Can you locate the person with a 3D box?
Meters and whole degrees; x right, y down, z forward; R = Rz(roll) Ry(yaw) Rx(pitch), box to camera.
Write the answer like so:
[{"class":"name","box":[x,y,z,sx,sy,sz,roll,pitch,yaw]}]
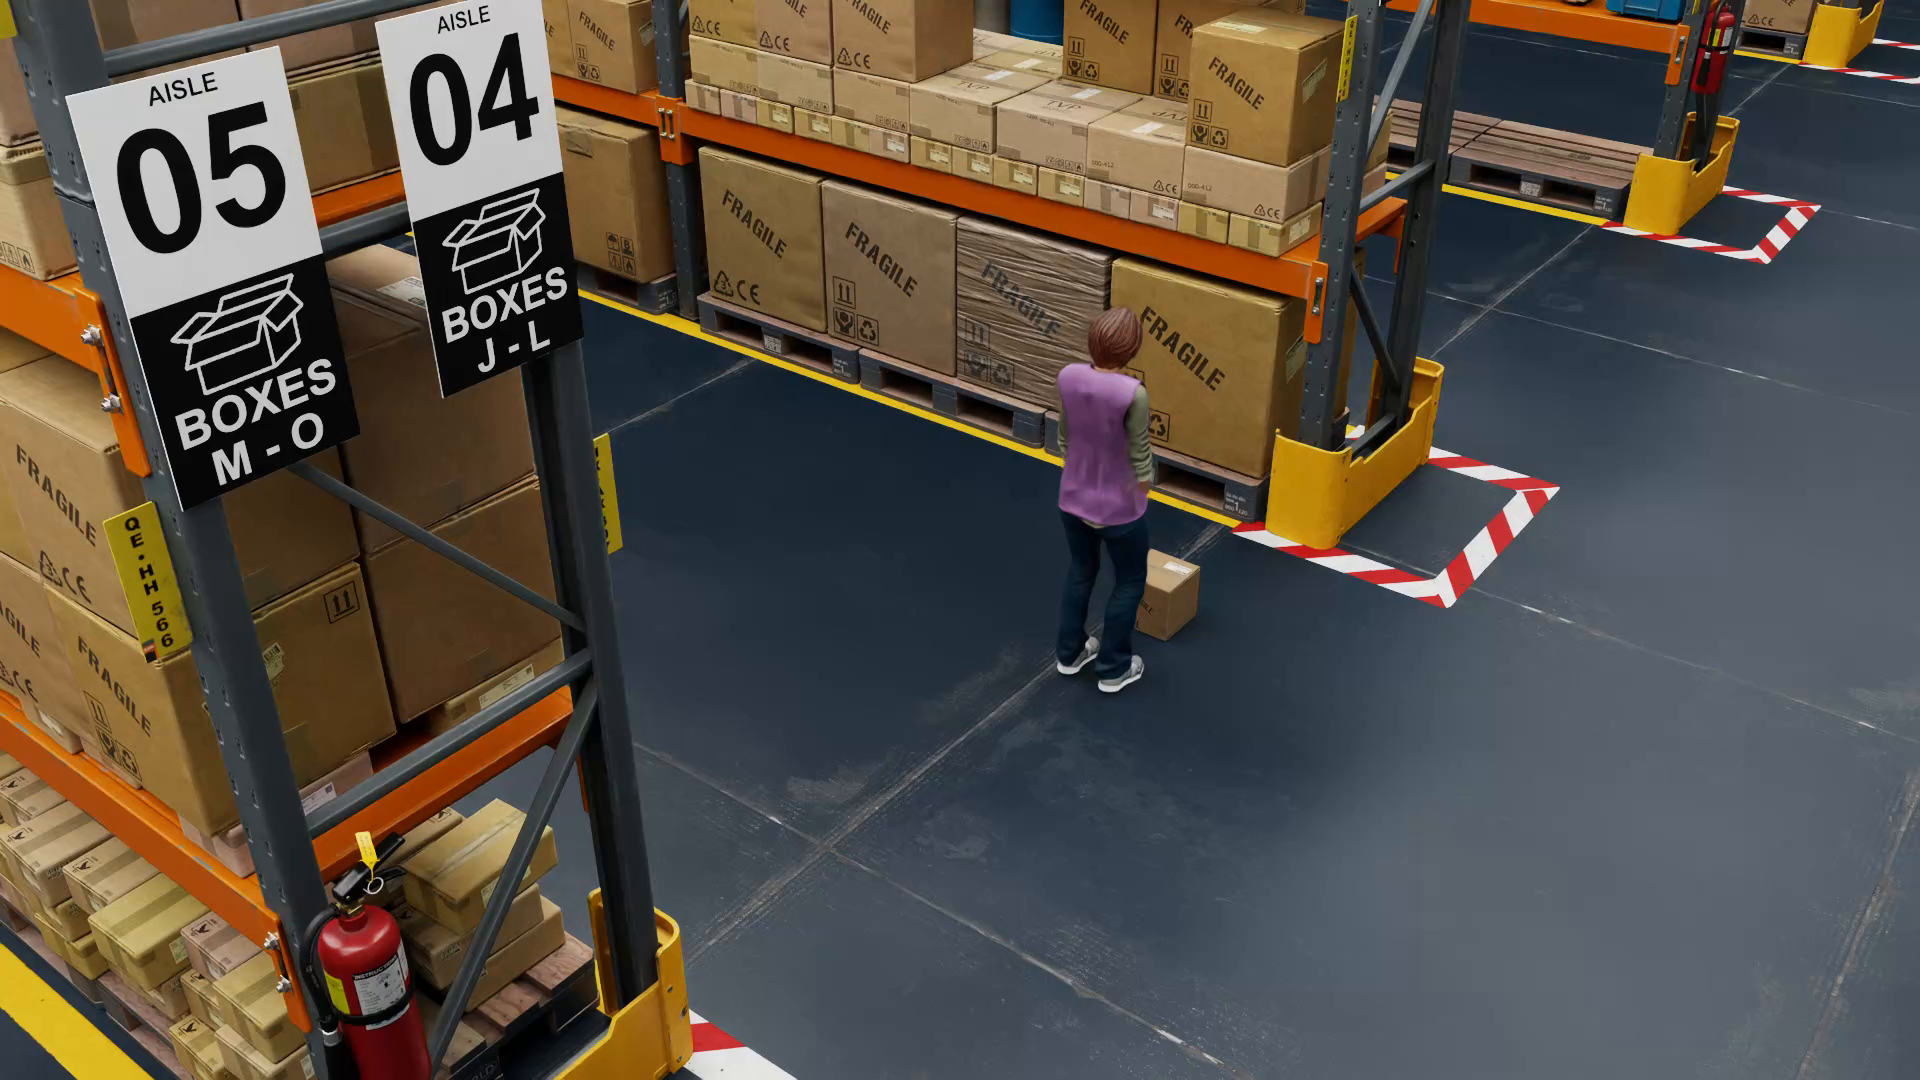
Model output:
[{"class":"person","box":[0.539,-0.134,6.406,0.417,1.562,0.341,22,38,32]}]
